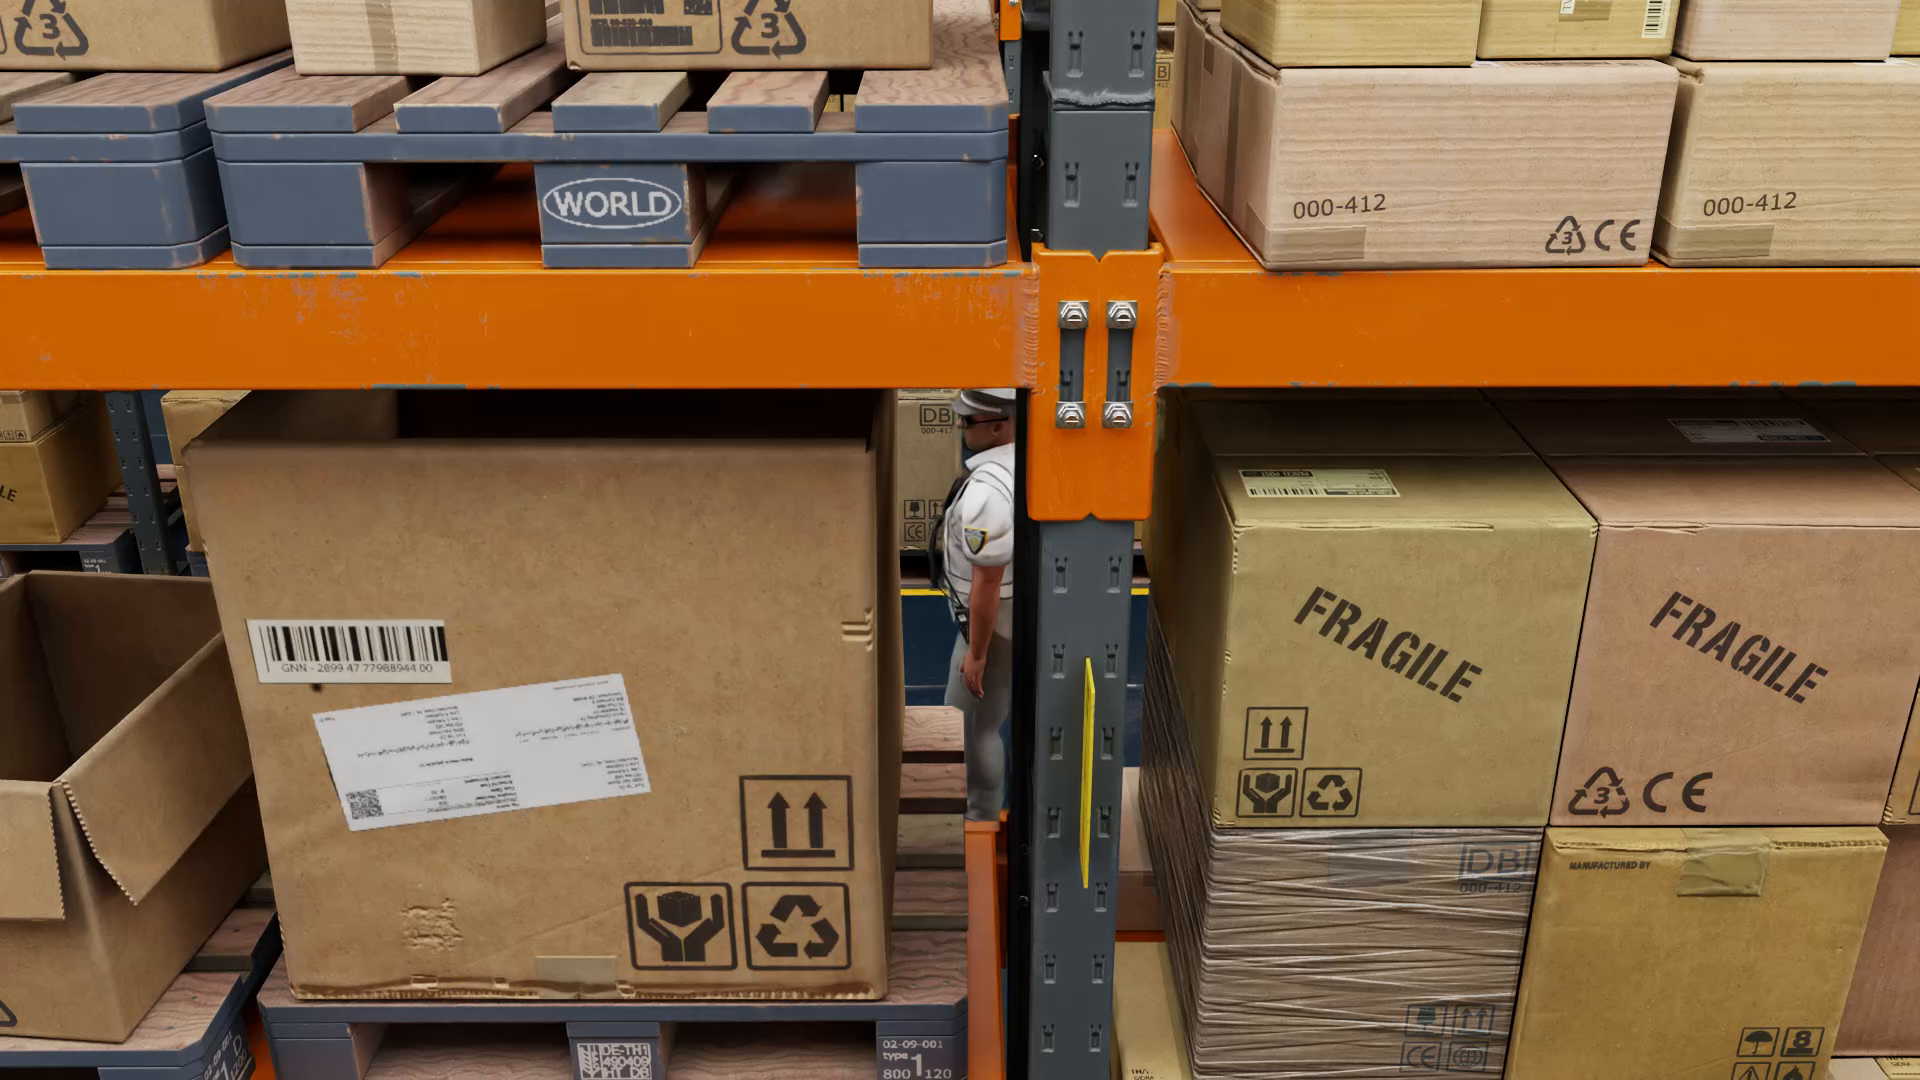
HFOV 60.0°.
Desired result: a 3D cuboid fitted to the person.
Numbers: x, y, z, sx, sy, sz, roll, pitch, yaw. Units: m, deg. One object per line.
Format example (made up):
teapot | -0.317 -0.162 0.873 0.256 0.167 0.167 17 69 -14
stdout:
person | 0.171 0.266 5.486 0.576 1.752 0.569 16 29 32
